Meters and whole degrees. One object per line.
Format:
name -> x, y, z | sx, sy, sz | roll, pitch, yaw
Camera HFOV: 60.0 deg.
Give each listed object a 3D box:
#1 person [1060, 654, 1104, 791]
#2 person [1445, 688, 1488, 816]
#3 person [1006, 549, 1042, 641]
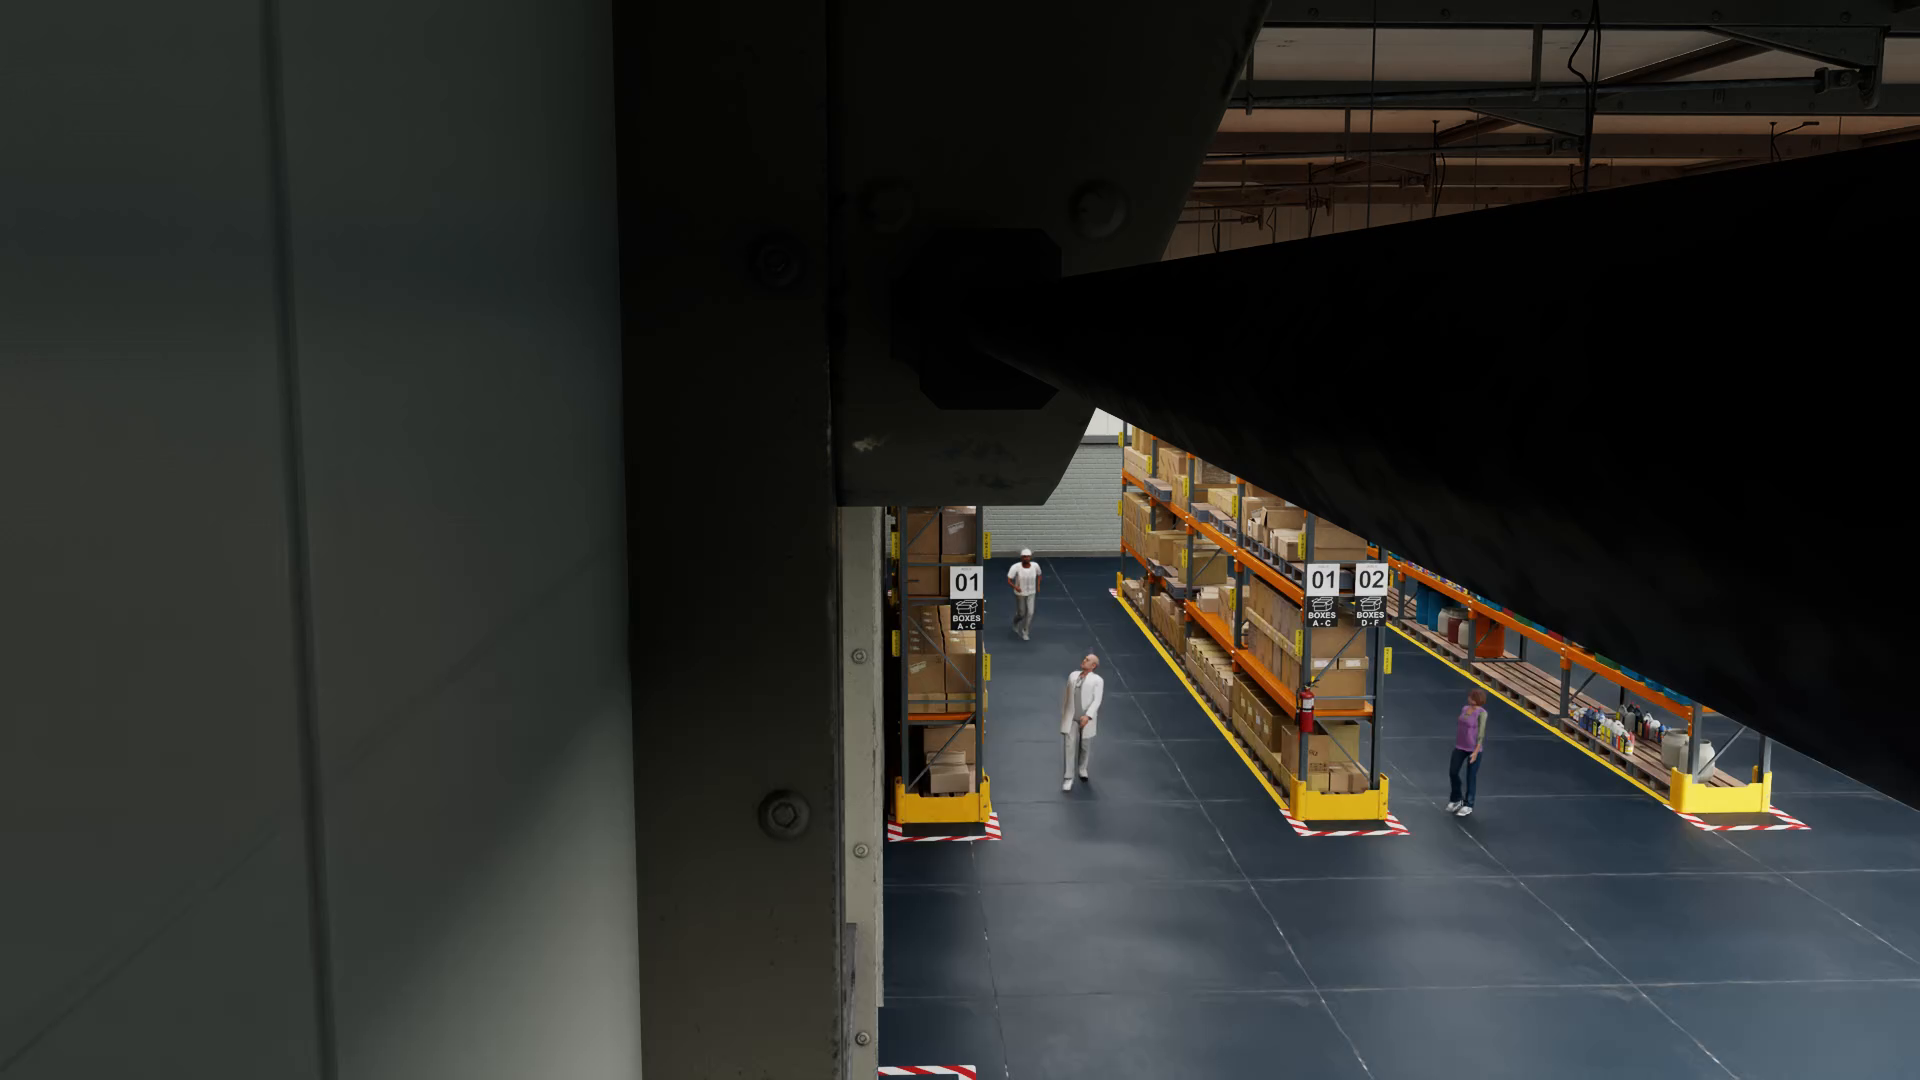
person -> 1.609, 2.382, 22.029 | 0.574, 1.693, 1.052 | 1, 8, 6
person -> 6.338, 2.654, 20.802 | 0.452, 1.619, 0.426 | 7, 11, 40
person -> 1.241, 1.016, 31.802 | 0.717, 1.738, 0.734 | -3, 9, -21
